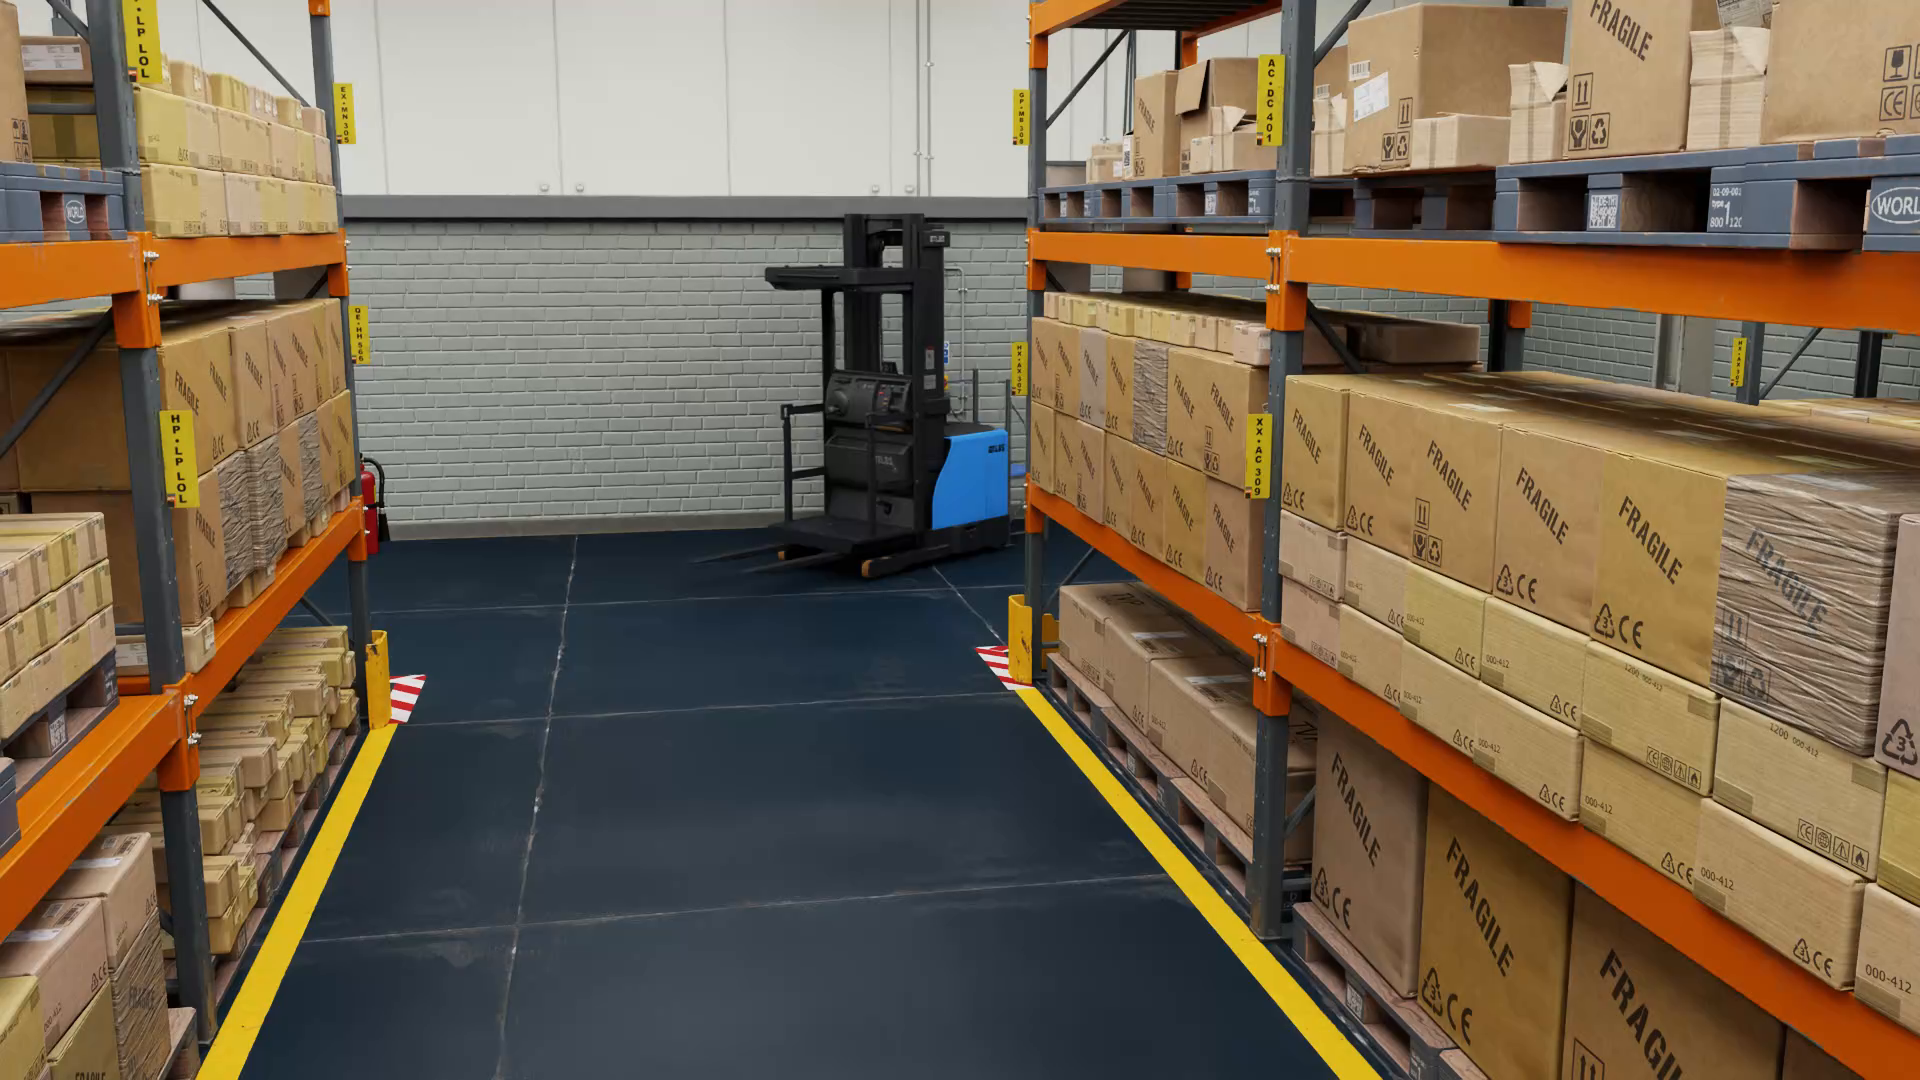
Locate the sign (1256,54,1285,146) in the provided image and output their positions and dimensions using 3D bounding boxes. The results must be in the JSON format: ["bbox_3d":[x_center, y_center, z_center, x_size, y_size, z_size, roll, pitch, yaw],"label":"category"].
[{"bbox_3d":[1.147,-1.624,6.142,0.100,0.325,0.005,-2,11,-11],"label":"sign"}]

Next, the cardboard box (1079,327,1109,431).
[{"bbox_3d":[0.942,-0.865,8.829,0.500,0.500,0.500,-2,11,-11],"label":"cardboard box"}]

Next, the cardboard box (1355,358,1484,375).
[{"bbox_3d":[1.836,-0.514,6.988,0.500,0.500,0.500,-2,11,-11],"label":"cardboard box"}]

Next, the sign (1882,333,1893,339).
[{"bbox_3d":[6.329,-1.533,11.341,0.100,0.325,0.005,-2,11,-11],"label":"sign"}]

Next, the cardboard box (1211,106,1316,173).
[{"bbox_3d":[1.253,-1.646,6.824,0.396,0.266,0.258,-2,11,-9],"label":"cardboard box"}]

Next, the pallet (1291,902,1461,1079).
[{"bbox_3d":[1.915,1.631,6.118,1.003,0.211,1.213,-2,11,-11],"label":"pallet"}]

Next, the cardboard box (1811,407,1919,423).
[{"bbox_3d":[5.703,-0.680,10.404,0.500,0.250,0.500,-2,11,-10],"label":"cardboard box"}]

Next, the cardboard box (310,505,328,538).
[{"bbox_3d":[-3.435,-0.102,8.434,0.380,0.149,0.250,-2,11,-9],"label":"cardboard box"}]

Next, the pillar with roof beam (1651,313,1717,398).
[{"bbox_3d":[1.918,-4.111,12.779,9.100,9.000,0.400,-2,11,-11],"label":"pillar with roof beam"}]

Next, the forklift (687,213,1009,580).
[{"bbox_3d":[-0.911,-1.219,13.814,1.130,2.935,3.031,9,14,40],"label":"forklift"}]

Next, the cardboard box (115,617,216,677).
[{"bbox_3d":[-2.879,0.380,5.902,0.380,0.149,0.250,-2,11,-9],"label":"cardboard box"}]

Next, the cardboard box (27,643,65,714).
[{"bbox_3d":[-2.776,0.397,4.691,0.380,0.149,0.250,-2,11,-11],"label":"cardboard box"}]

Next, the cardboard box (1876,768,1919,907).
[{"bbox_3d":[2.125,0.604,3.117,0.500,0.250,0.500,-2,11,-11],"label":"cardboard box"}]

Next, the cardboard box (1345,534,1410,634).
[{"bbox_3d":[1.629,0.136,5.578,0.500,0.250,0.500,-2,11,-10],"label":"cardboard box"}]

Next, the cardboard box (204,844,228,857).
[{"bbox_3d":[-3.039,1.247,6.379,0.380,0.149,0.250,-2,11,-11],"label":"cardboard box"}]

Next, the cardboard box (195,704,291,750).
[{"bbox_3d":[-3.288,0.864,7.597,0.380,0.149,0.250,-2,11,-11],"label":"cardboard box"}]

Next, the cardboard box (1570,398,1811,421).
[{"bbox_3d":[2.211,-0.157,5.111,0.500,0.500,0.500,-2,11,-9],"label":"cardboard box"}]

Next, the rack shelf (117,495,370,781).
[{"bbox_3d":[-3.534,0.307,7.537,1.077,0.370,4.000,-2,11,-11],"label":"rack shelf"}]

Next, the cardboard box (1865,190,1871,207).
[{"bbox_3d":[5.718,-2.155,10.132,0.500,0.250,0.500,-2,11,-10],"label":"cardboard box"}]

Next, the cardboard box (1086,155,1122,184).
[{"bbox_3d":[0.899,-2.009,9.042,0.380,0.149,0.250,-2,11,-9],"label":"cardboard box"}]

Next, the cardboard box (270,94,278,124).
[{"bbox_3d":[-3.420,-2.015,7.789,0.380,0.149,0.250,-2,11,-12],"label":"cardboard box"}]

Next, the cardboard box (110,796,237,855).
[{"bbox_3d":[-3.004,1.099,6.363,0.380,0.149,0.250,-2,11,-8],"label":"cardboard box"}]

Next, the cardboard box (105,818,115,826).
[{"bbox_3d":[-3.605,1.175,6.759,0.380,0.149,0.250,-2,11,-10],"label":"cardboard box"}]

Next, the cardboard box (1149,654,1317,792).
[{"bbox_3d":[1.499,0.891,8.274,0.875,0.438,0.875,-2,11,-13],"label":"cardboard box"}]

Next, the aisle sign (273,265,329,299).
[{"bbox_3d":[-3.643,-1.714,9.282,0.394,0.787,0.004,-2,11,-11],"label":"aisle sign"}]

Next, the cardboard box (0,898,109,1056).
[{"bbox_3d":[-2.665,1.196,4.500,0.500,0.250,0.500,-2,11,-8],"label":"cardboard box"}]

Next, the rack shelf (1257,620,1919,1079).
[{"bbox_3d":[2.080,0.842,4.726,1.077,0.370,4.000,-2,11,-11],"label":"rack shelf"}]

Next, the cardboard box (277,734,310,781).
[{"bbox_3d":[-3.212,1.008,7.635,0.380,0.149,0.250,-2,11,-10],"label":"cardboard box"}]

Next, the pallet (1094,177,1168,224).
[{"bbox_3d":[1.308,-1.682,8.277,1.003,0.211,1.213,-2,11,-11],"label":"pallet"}]

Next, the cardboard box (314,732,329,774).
[{"bbox_3d":[-3.328,1.055,8.188,0.380,0.149,0.250,-3,11,-14],"label":"cardboard box"}]

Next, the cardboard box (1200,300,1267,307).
[{"bbox_3d":[1.481,-1.180,8.750,0.380,0.149,0.250,-2,11,-10],"label":"cardboard box"}]

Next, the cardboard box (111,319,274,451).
[{"bbox_3d":[-3.177,-0.645,6.882,0.500,0.500,0.500,-2,11,-10],"label":"cardboard box"}]

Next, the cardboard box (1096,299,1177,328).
[{"bbox_3d":[0.941,-1.204,8.877,0.380,0.149,0.250,-2,11,-10],"label":"cardboard box"}]

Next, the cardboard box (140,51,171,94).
[{"bbox_3d":[-2.984,-1.634,5.788,0.380,0.149,0.250,-3,11,-13],"label":"cardboard box"}]

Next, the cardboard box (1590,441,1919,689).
[{"bbox_3d":[1.914,0.045,4.050,0.500,0.500,0.500,-2,11,-11],"label":"cardboard box"}]

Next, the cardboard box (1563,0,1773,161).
[{"bbox_3d":[1.842,-1.186,4.045,0.500,0.500,0.500,-2,11,-10],"label":"cardboard box"}]

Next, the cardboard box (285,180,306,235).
[{"bbox_3d":[-3.385,-1.554,7.772,0.500,0.250,0.500,-2,11,-9],"label":"cardboard box"}]

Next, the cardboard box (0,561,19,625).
[{"bbox_3d":[-2.723,0.157,4.361,0.380,0.149,0.250,-2,11,-11],"label":"cardboard box"}]

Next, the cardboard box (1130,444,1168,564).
[{"bbox_3d":[1.132,-0.189,7.951,0.500,0.500,0.500,-2,11,-12],"label":"cardboard box"}]

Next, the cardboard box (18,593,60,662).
[{"bbox_3d":[-2.776,0.251,4.660,0.380,0.149,0.250,-2,11,-9],"label":"cardboard box"}]

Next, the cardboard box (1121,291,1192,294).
[{"bbox_3d":[1.179,-1.412,9.969,0.380,0.149,0.250,-2,11,-10],"label":"cardboard box"}]

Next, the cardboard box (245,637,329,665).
[{"bbox_3d":[-3.579,0.625,8.854,0.380,0.149,0.250,-2,11,-10],"label":"cardboard box"}]

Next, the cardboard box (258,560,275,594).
[{"bbox_3d":[-3.183,0.140,7.161,0.380,0.149,0.250,-2,11,-8],"label":"cardboard box"}]

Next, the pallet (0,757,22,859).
[{"bbox_3d":[-2.792,0.787,3.606,1.003,0.211,1.213,-2,11,-11],"label":"pallet"}]

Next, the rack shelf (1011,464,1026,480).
[{"bbox_3d":[0.287,-0.607,15.392,0.538,0.185,1.000,-9,14,-38],"label":"rack shelf"}]

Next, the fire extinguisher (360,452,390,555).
[{"bbox_3d":[-3.519,-0.255,9.770,0.296,0.674,0.183,-2,11,-11],"label":"fire extinguisher"}]

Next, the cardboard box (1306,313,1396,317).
[{"bbox_3d":[1.739,-0.944,7.510,0.380,0.149,0.250,-2,11,-11],"label":"cardboard box"}]

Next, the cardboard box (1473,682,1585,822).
[{"bbox_3d":[1.792,0.568,4.647,0.500,0.250,0.500,-2,11,-12],"label":"cardboard box"}]

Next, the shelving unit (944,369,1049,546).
[{"bbox_3d":[0.287,-0.784,15.358,0.538,1.500,1.048,-9,14,-38],"label":"shelving unit"}]

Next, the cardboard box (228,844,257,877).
[{"bbox_3d":[-3.052,1.344,6.668,0.380,0.149,0.250,-2,11,-11],"label":"cardboard box"}]

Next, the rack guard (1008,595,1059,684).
[{"bbox_3d":[0.908,0.612,10.697,1.175,0.500,0.348,-2,11,-11],"label":"rack guard"}]

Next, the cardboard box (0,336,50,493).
[{"bbox_3d":[-3.502,-0.442,5.813,0.500,0.500,0.500,-3,11,-13],"label":"cardboard box"}]

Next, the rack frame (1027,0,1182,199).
[{"bbox_3d":[0.913,-3.559,9.879,1.000,3.000,0.127,-2,11,-11],"label":"rack frame"}]

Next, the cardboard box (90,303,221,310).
[{"bbox_3d":[-3.992,-0.915,8.298,0.500,0.500,0.500,-2,11,-9],"label":"cardboard box"}]

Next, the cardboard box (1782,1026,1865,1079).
[{"bbox_3d":[2.416,1.564,3.572,0.875,0.875,0.875,-2,11,-12],"label":"cardboard box"}]

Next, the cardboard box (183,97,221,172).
[{"bbox_3d":[-3.095,-1.513,6.220,0.500,0.250,0.500,-2,11,-11],"label":"cardboard box"}]

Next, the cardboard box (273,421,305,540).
[{"bbox_3d":[-3.293,-0.256,7.510,0.500,0.500,0.500,-2,11,-8],"label":"cardboard box"}]

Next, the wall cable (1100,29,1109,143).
[{"bbox_3d":[0.268,-4.618,15.448,2.355,3.000,0.029,-2,11,-11],"label":"wall cable"}]

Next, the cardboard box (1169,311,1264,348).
[{"bbox_3d":[1.184,-0.970,7.650,0.380,0.149,0.250,-2,11,-11],"label":"cardboard box"}]

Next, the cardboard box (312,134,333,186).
[{"bbox_3d":[-3.584,-1.983,8.689,0.500,0.250,0.500,-2,11,-13],"label":"cardboard box"}]
